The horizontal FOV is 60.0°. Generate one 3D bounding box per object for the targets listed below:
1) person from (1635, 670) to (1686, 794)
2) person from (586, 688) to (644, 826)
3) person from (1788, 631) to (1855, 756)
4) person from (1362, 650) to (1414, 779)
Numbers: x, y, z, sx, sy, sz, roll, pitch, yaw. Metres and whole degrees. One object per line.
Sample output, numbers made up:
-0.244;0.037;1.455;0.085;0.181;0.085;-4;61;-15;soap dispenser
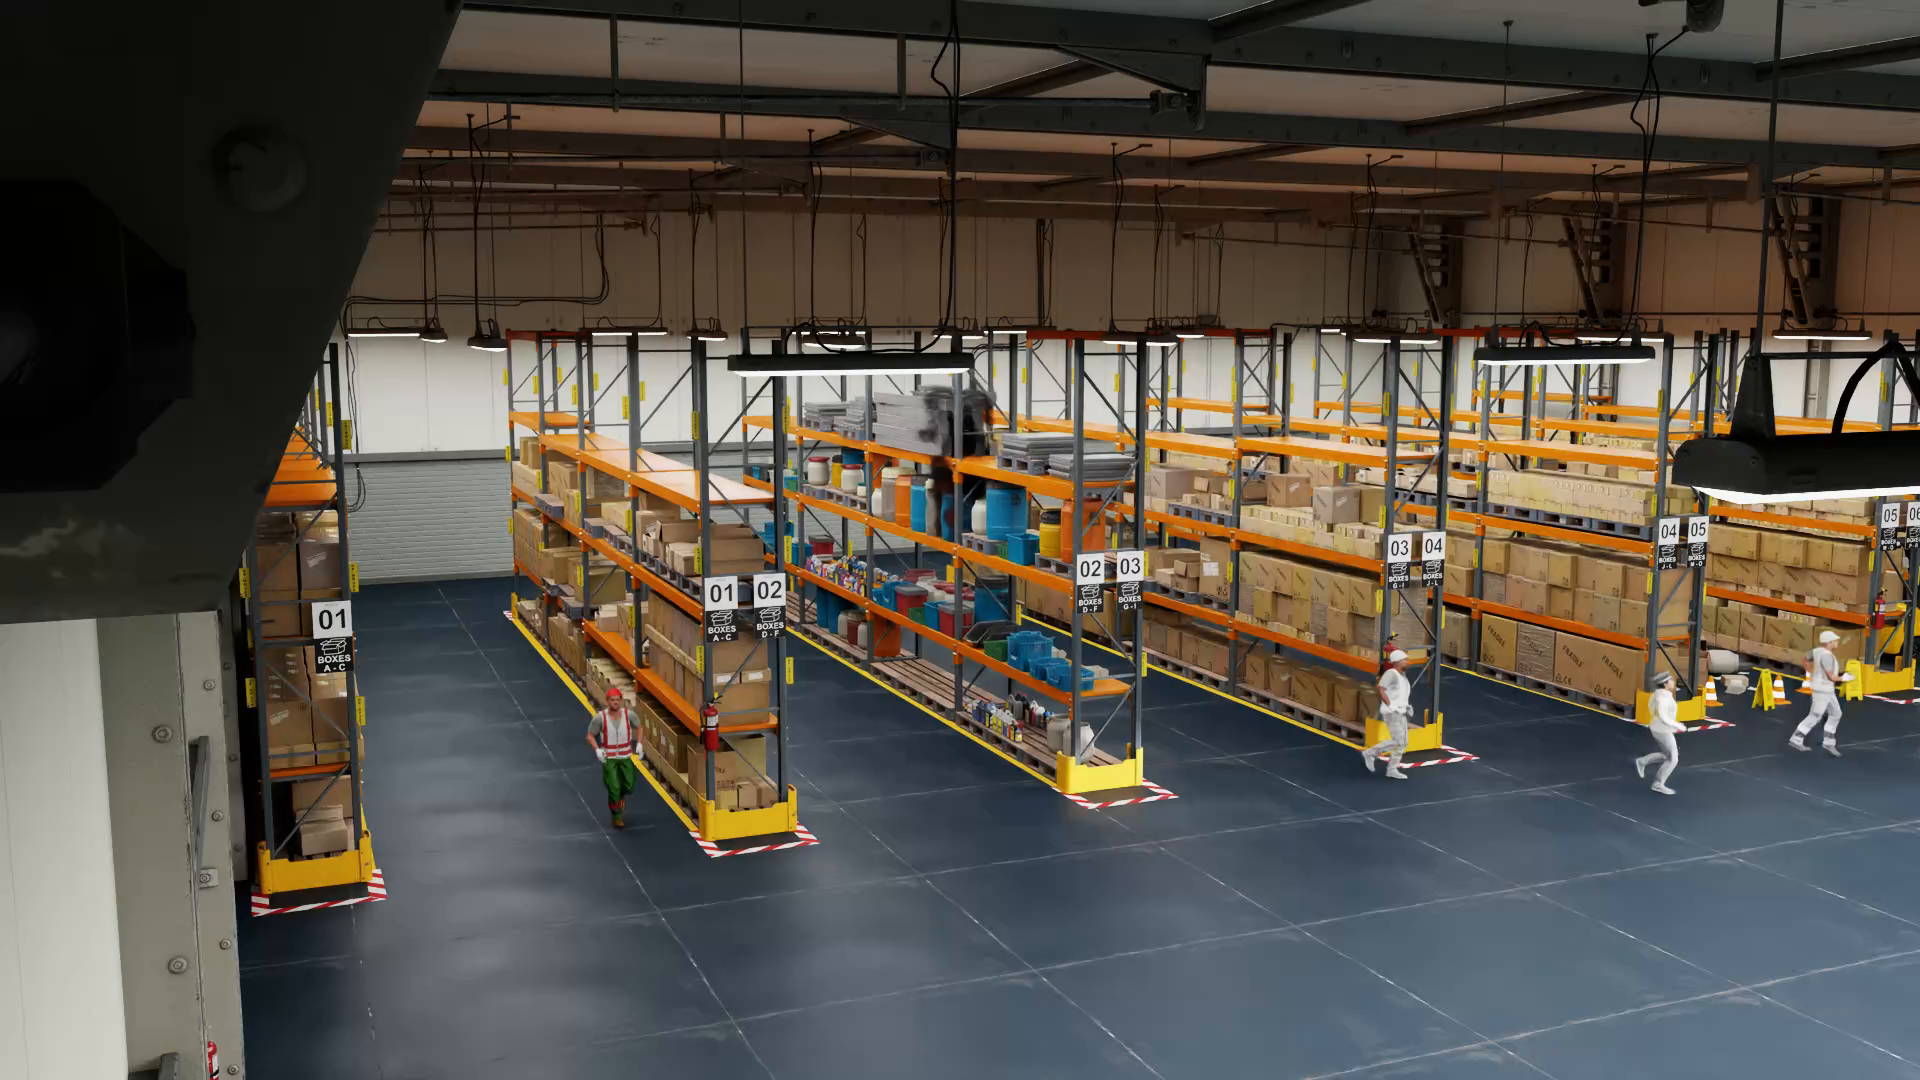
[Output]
9.297;2.533;22.052;0.579;1.664;0.652;2;8;15;person
-4.264;2.675;20.611;0.708;1.741;0.620;-3;8;-22;person
12.375;2.210;23.863;0.794;1.851;0.674;3;8;22;person
5.941;2.370;22.933;0.614;1.736;0.742;4;9;28;person
